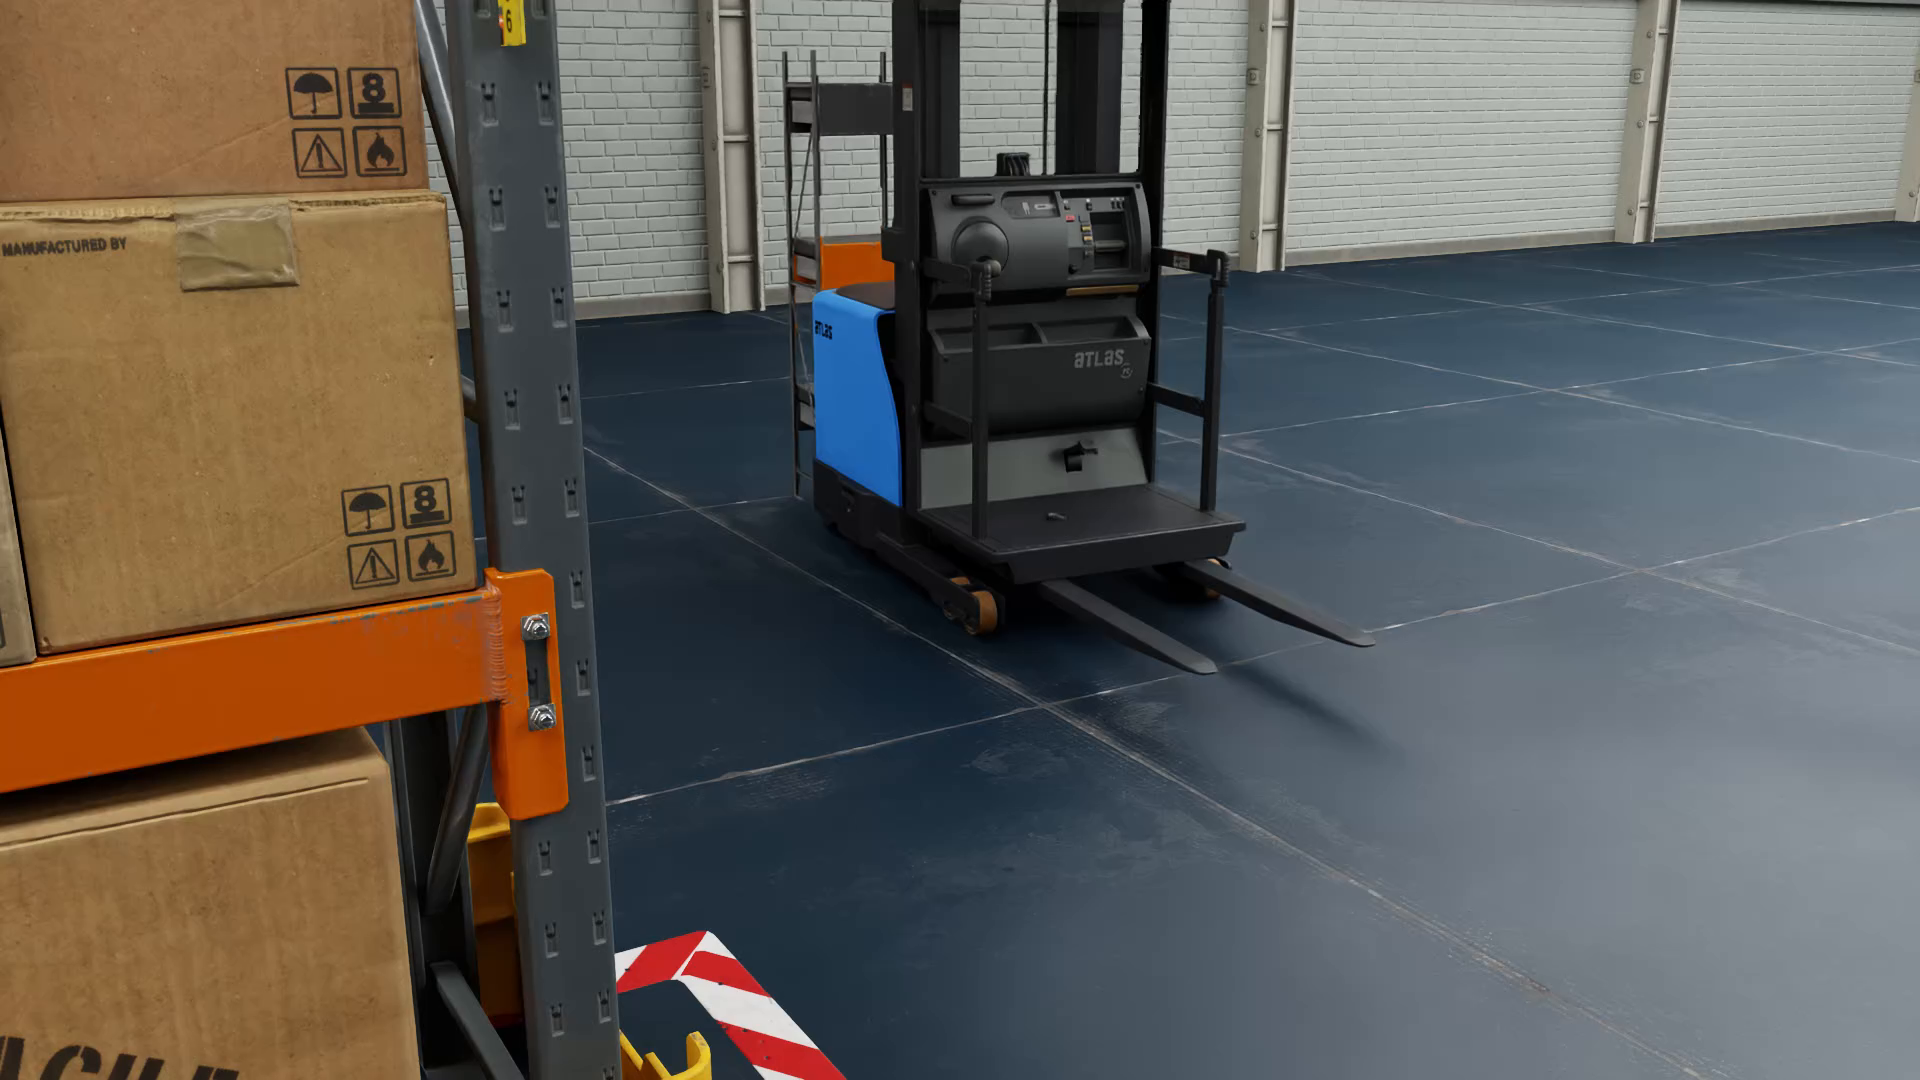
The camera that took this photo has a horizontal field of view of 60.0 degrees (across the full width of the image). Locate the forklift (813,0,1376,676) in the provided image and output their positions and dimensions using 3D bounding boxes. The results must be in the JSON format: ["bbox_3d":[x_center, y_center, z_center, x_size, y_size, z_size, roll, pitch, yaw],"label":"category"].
[{"bbox_3d":[0.407,-1.193,6.235,1.130,2.935,3.031,-7,17,-24],"label":"forklift"}]

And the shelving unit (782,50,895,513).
[{"bbox_3d":[-0.500,-1.201,7.804,0.503,2.100,0.431,-7,17,-25],"label":"shelving unit"}]

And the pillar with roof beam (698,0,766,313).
[{"bbox_3d":[0.263,-5.363,9.870,0.400,9.000,9.100,-9,18,-30],"label":"pillar with roof beam"}]

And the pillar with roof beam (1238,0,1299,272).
[{"bbox_3d":[5.406,-6.197,12.846,0.400,9.000,9.100,-9,18,-30],"label":"pillar with roof beam"}]

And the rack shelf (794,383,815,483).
[{"bbox_3d":[-0.500,-0.514,7.996,0.480,0.518,0.431,-7,17,-25],"label":"rack shelf"}]

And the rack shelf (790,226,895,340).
[{"bbox_3d":[-0.500,-1.188,7.807,0.480,0.518,0.431,-7,17,-25],"label":"rack shelf"}]

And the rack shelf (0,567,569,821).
[{"bbox_3d":[-2.555,0.379,1.834,4.000,0.370,1.077,-9,18,-30],"label":"rack shelf"}]

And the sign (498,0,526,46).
[{"bbox_3d":[-0.573,-0.790,2.086,0.005,0.325,0.100,-9,18,-30],"label":"sign"}]

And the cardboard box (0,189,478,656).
[{"bbox_3d":[-1.135,-0.256,2.487,0.550,0.550,0.875,-9,18,-30],"label":"cardboard box"}]

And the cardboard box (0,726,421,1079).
[{"bbox_3d":[-1.388,0.685,2.568,0.875,0.875,0.875,-9,18,-29],"label":"cardboard box"}]

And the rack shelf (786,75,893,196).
[{"bbox_3d":[-0.500,-1.862,7.619,0.480,0.518,0.431,-7,17,-25],"label":"rack shelf"}]

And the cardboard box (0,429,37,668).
[{"bbox_3d":[-1.596,-0.174,2.196,0.550,0.550,0.875,-9,18,-30],"label":"cardboard box"}]

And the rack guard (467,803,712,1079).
[{"bbox_3d":[-0.820,0.955,3.078,0.348,0.500,1.175,-9,18,-30],"label":"rack guard"}]

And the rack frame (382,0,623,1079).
[{"bbox_3d":[-0.841,-0.246,2.729,0.127,3.000,1.000,-9,18,-30],"label":"rack frame"}]

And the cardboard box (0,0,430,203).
[{"bbox_3d":[-1.179,-0.795,2.411,0.550,0.550,0.875,-9,18,-30],"label":"cardboard box"}]

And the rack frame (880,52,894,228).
[{"bbox_3d":[-0.281,-1.230,7.906,0.015,2.100,0.400,-7,17,-25],"label":"rack frame"}]

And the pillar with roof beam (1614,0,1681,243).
[{"bbox_3d":[10.549,-7.031,15.821,0.400,9.000,9.100,-9,18,-30],"label":"pillar with roof beam"}]

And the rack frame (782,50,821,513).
[{"bbox_3d":[-0.720,-1.172,7.701,0.015,2.100,0.400,-7,17,-25],"label":"rack frame"}]

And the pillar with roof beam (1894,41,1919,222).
[{"bbox_3d":[15.693,-7.865,18.796,0.400,9.000,9.100,-9,18,-30],"label":"pillar with roof beam"}]
